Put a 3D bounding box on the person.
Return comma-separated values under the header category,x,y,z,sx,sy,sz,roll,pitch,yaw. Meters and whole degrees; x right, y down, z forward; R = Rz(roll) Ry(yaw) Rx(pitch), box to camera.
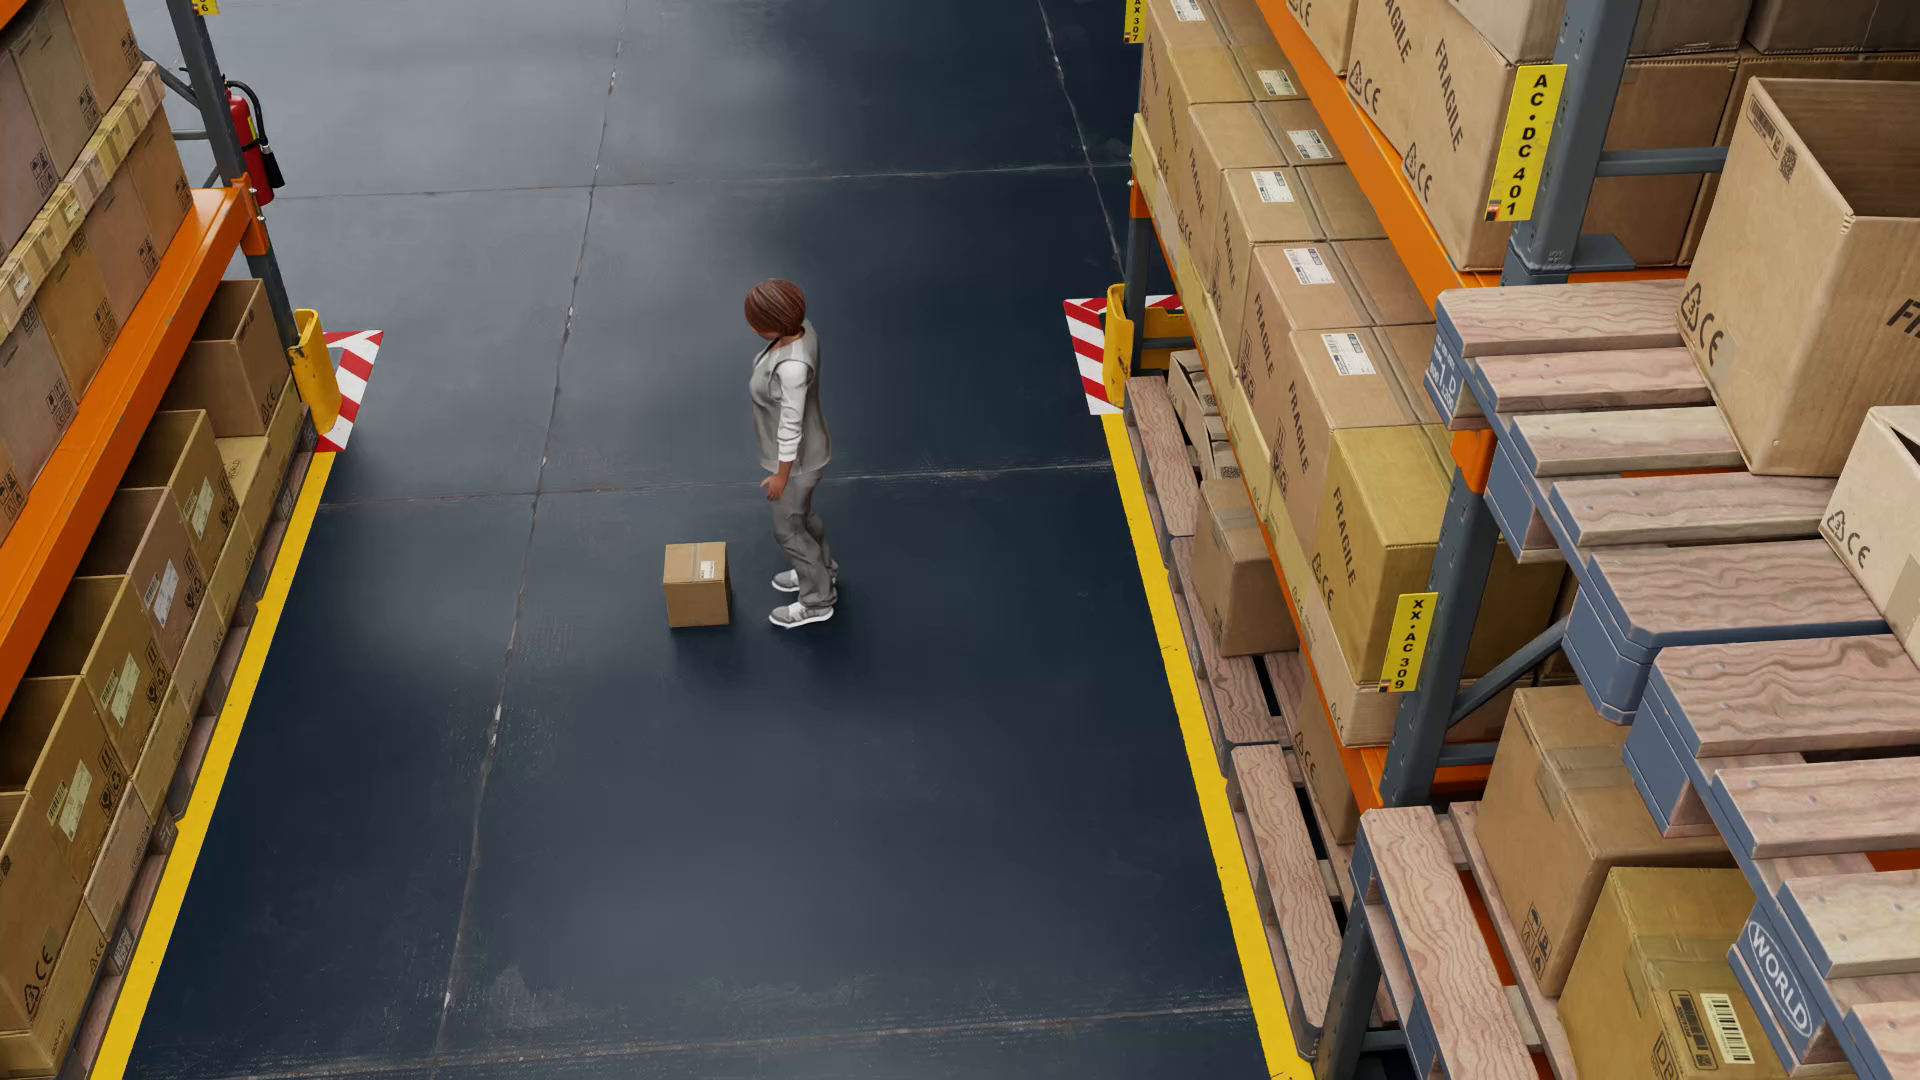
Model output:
category,x,y,z,sx,sy,sz,roll,pitch,yaw
person,-0.655,-0.317,6.577,0.328,1.568,0.415,-2,40,-3
